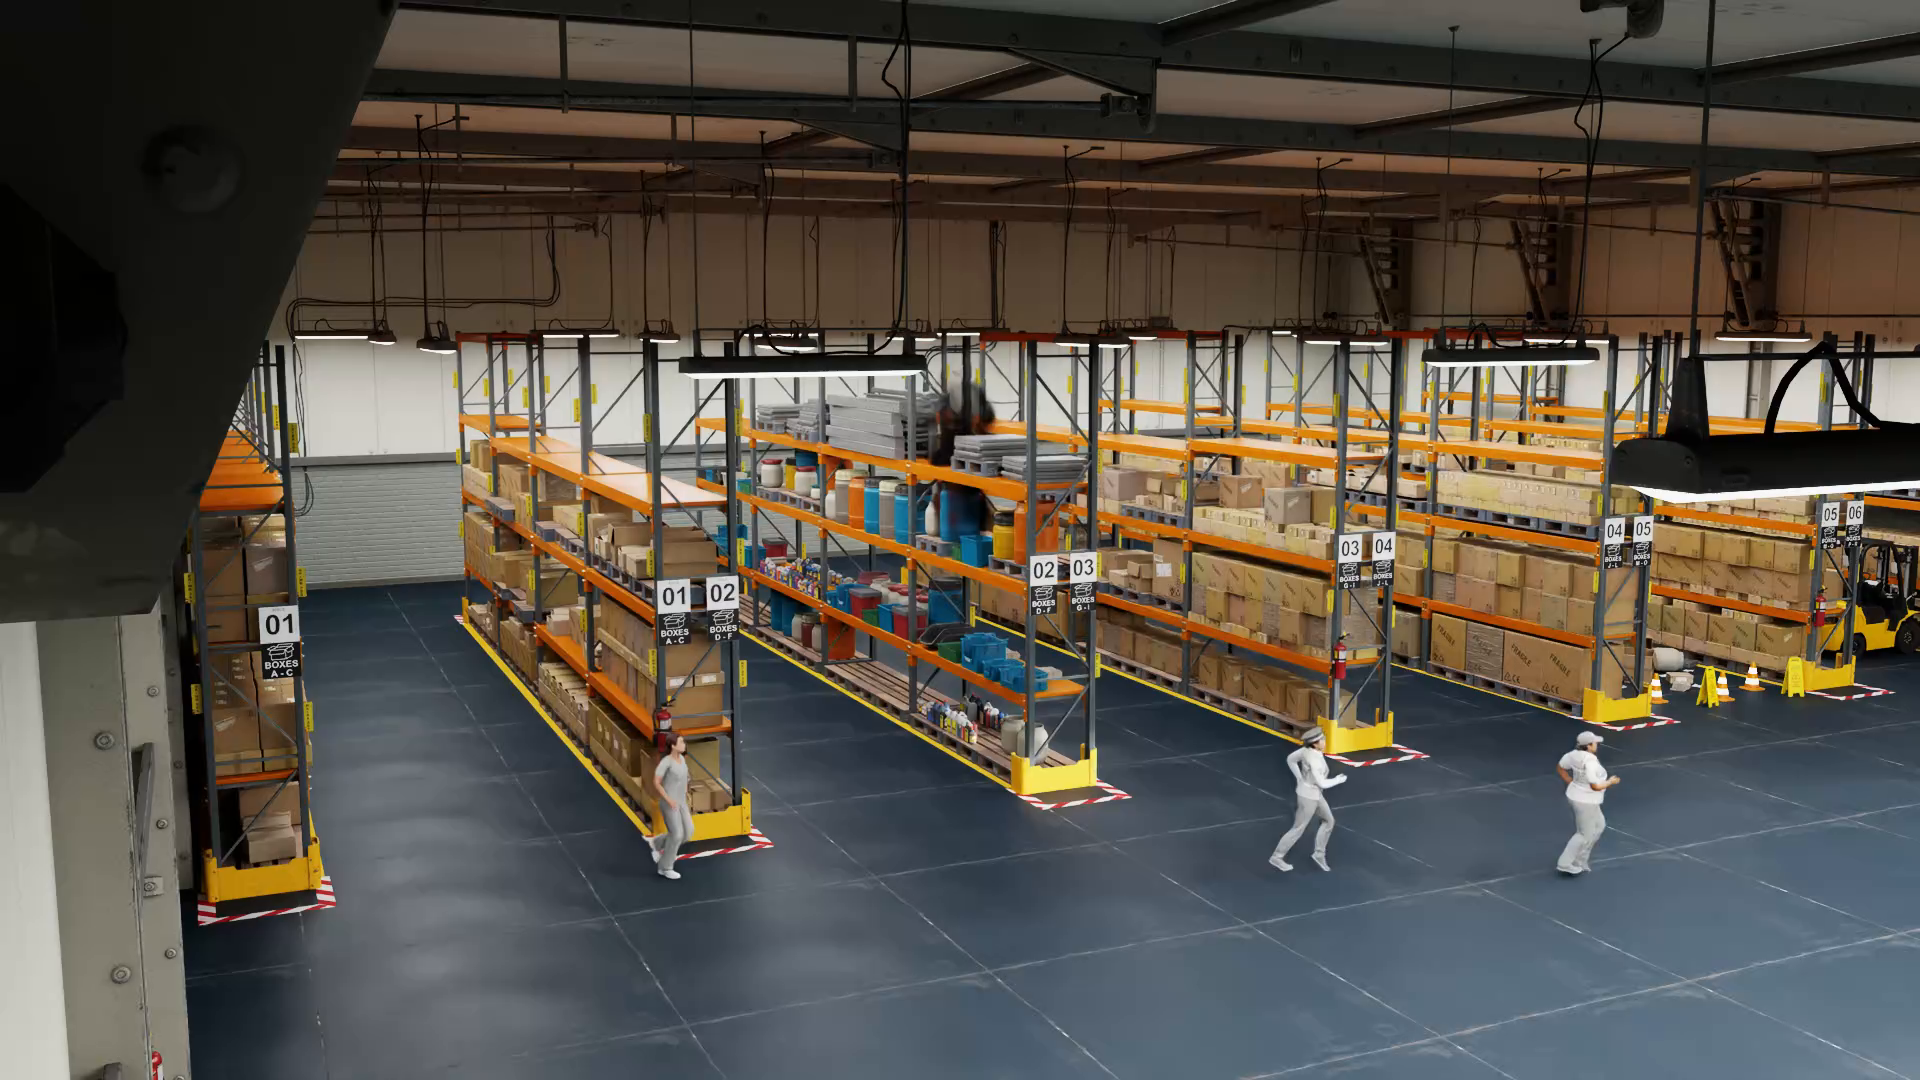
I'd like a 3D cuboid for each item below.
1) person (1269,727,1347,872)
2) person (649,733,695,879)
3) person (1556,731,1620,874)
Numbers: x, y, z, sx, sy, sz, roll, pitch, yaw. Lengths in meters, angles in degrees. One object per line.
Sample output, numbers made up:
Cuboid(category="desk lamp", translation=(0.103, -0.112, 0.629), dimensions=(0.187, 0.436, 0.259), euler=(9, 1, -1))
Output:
Cuboid(category="person", translation=(3.950, 2.964, 18.925), dimensions=(0.866, 1.717, 0.622), euler=(1, 8, 4))
Cuboid(category="person", translation=(-3.290, 2.997, 18.986), dimensions=(0.556, 1.616, 0.606), euler=(3, 8, 23))
Cuboid(category="person", translation=(7.106, 2.993, 18.842), dimensions=(0.661, 1.695, 0.586), euler=(0, 8, 0))
